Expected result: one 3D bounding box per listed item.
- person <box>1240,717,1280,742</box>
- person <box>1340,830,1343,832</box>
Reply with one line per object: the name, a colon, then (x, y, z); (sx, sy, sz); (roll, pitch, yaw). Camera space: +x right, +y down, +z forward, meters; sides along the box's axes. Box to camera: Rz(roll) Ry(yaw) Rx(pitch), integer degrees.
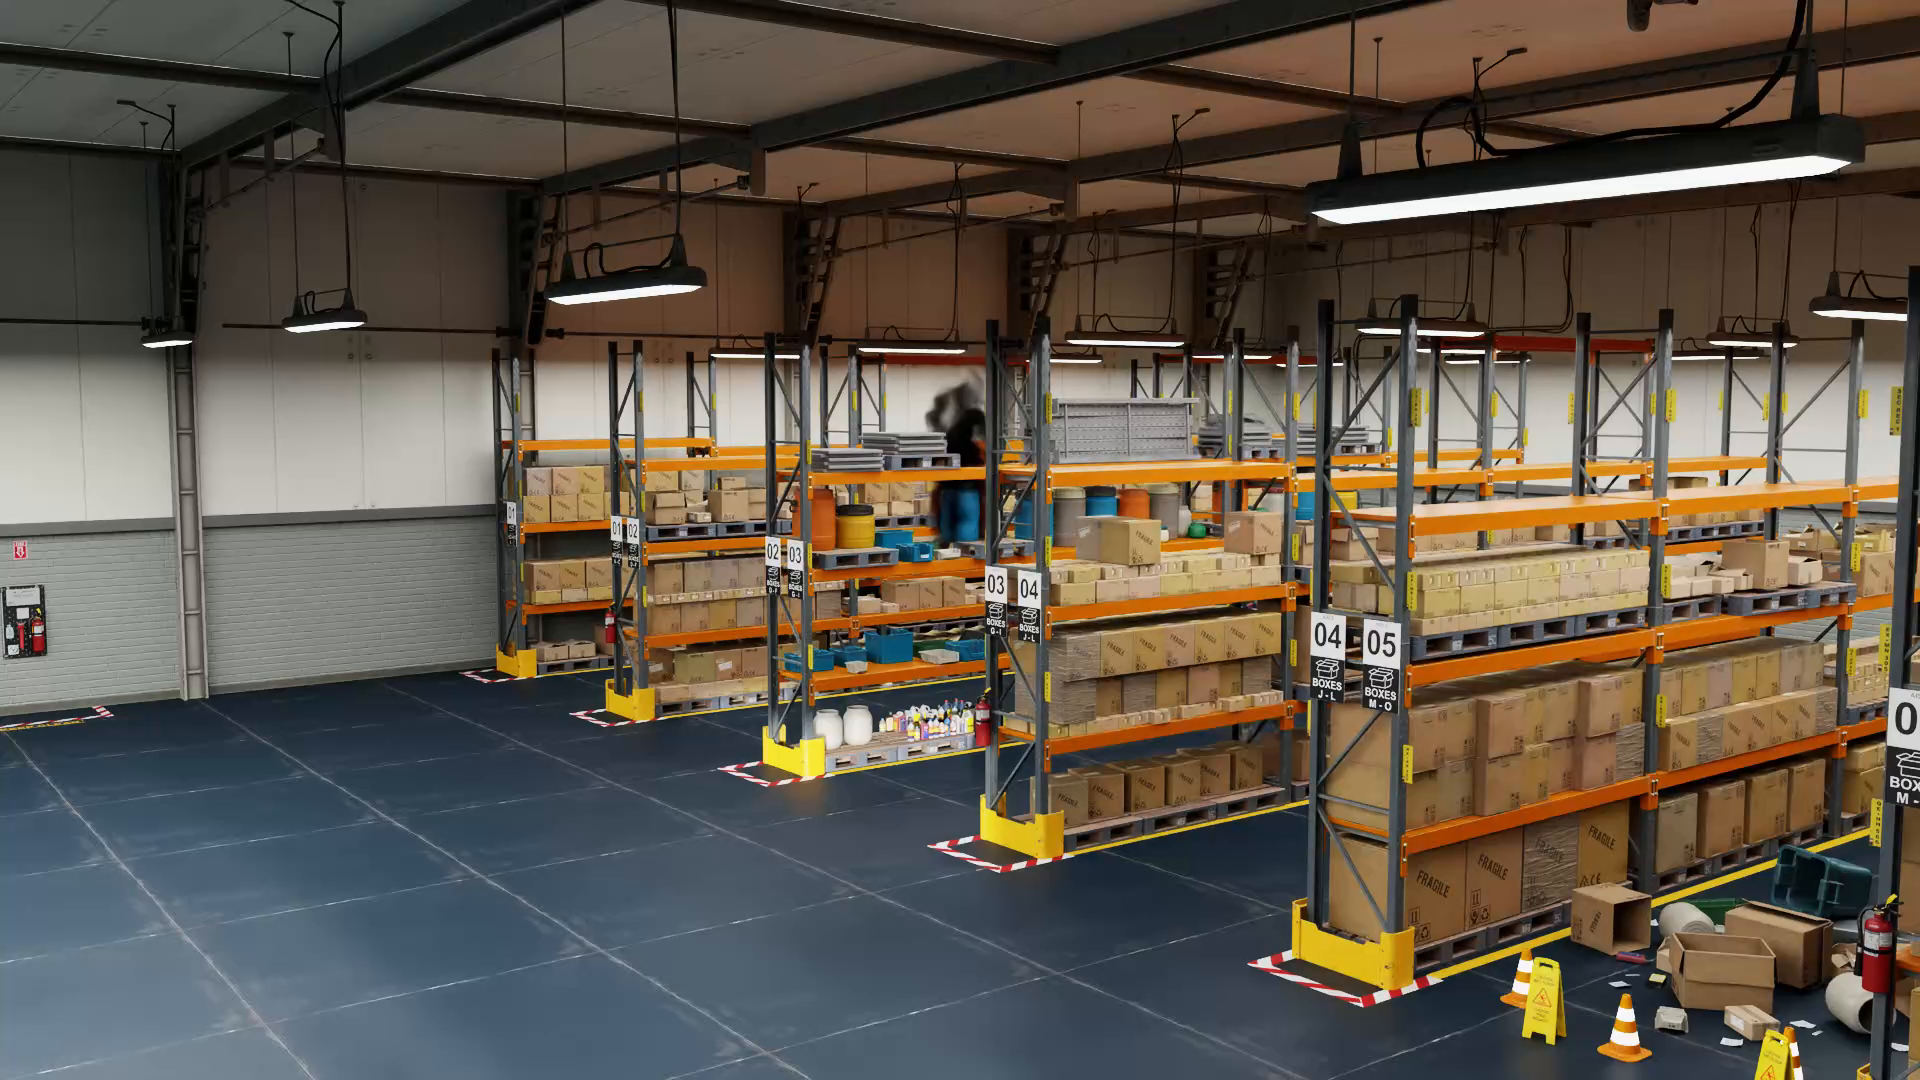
person: (4.271, 2.002, 23.568); (0.781, 1.817, 0.674); (-4, 7, -41)
person: (4.207, 2.799, 17.766); (0.543, 1.578, 0.882); (5, 7, 44)
